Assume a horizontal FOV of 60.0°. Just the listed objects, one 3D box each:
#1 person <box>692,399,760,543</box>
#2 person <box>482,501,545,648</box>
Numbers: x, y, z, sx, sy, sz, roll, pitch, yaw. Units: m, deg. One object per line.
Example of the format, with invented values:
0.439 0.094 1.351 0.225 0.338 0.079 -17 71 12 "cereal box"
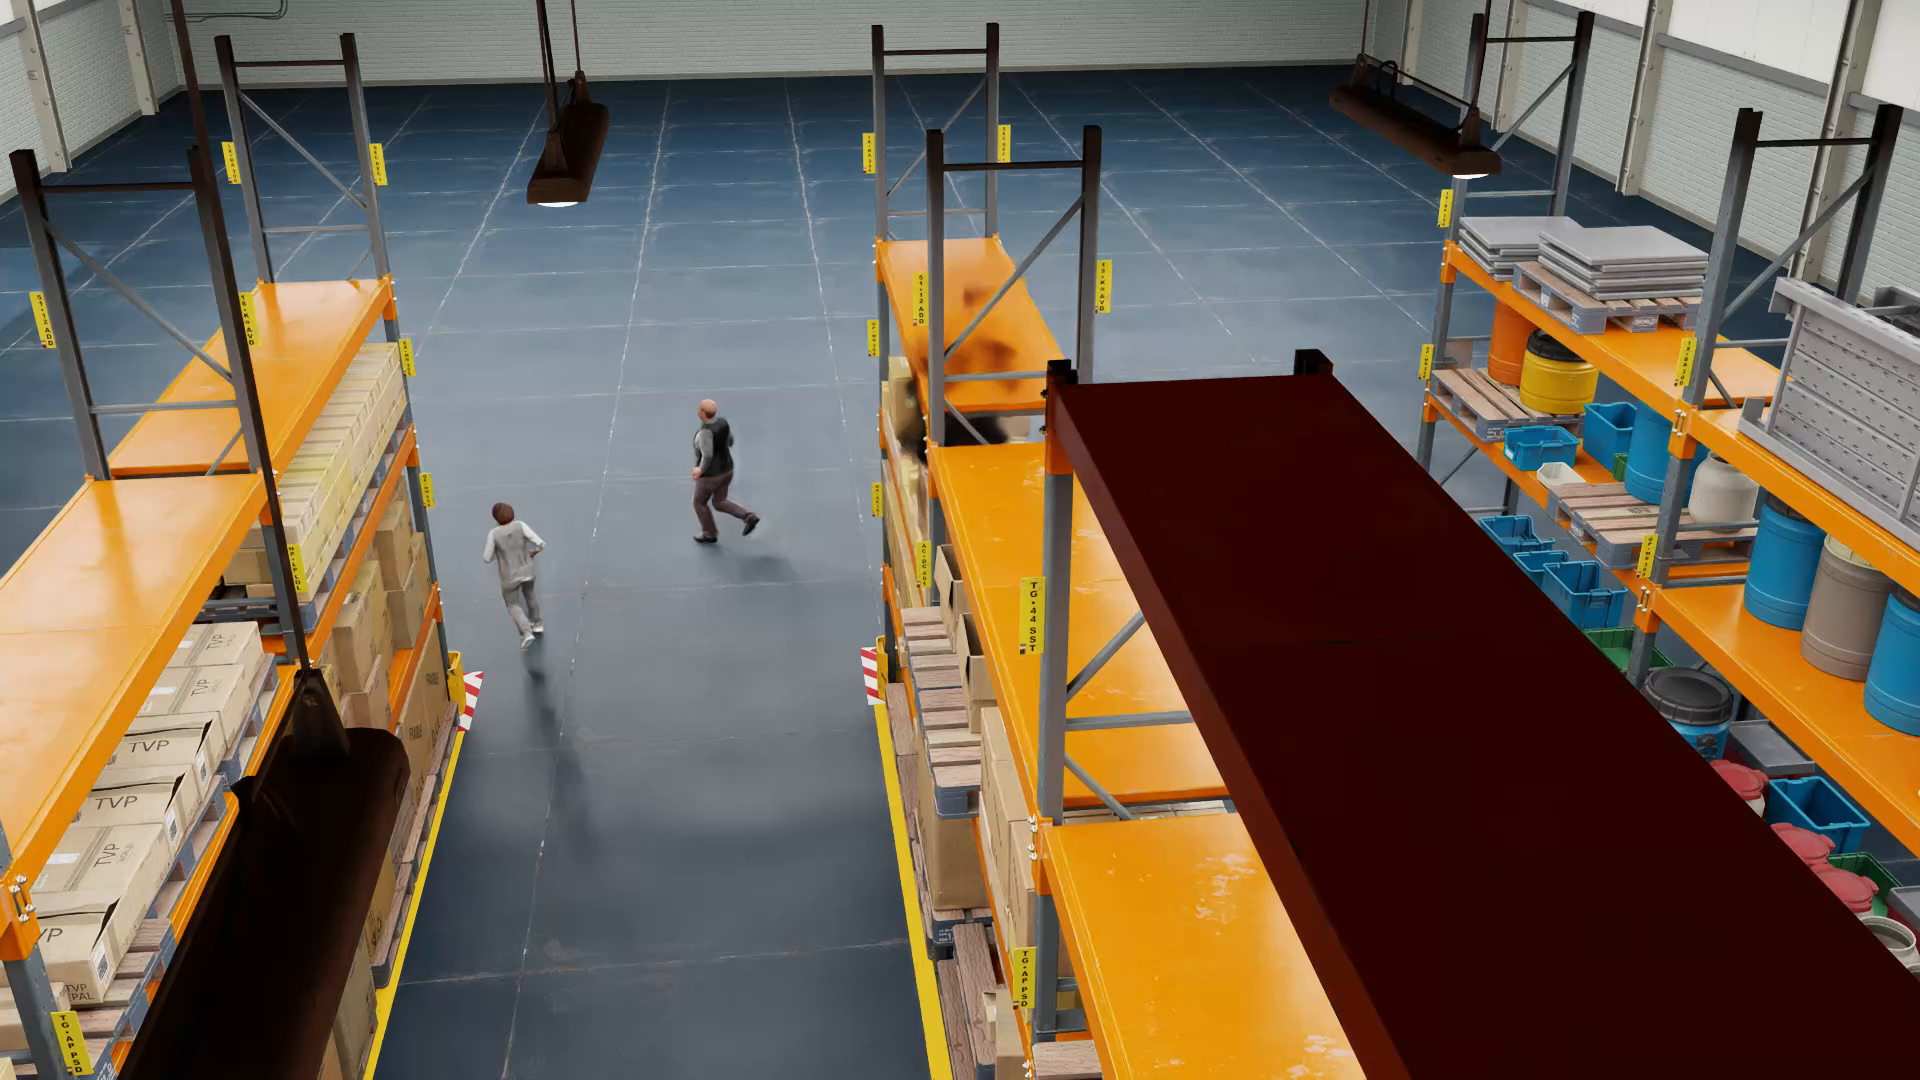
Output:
-2.609 -0.712 18.051 0.813 1.692 0.652 12 28 23 "person"
-4.283 0.353 16.006 0.565 1.571 0.784 -15 30 -29 "person"
